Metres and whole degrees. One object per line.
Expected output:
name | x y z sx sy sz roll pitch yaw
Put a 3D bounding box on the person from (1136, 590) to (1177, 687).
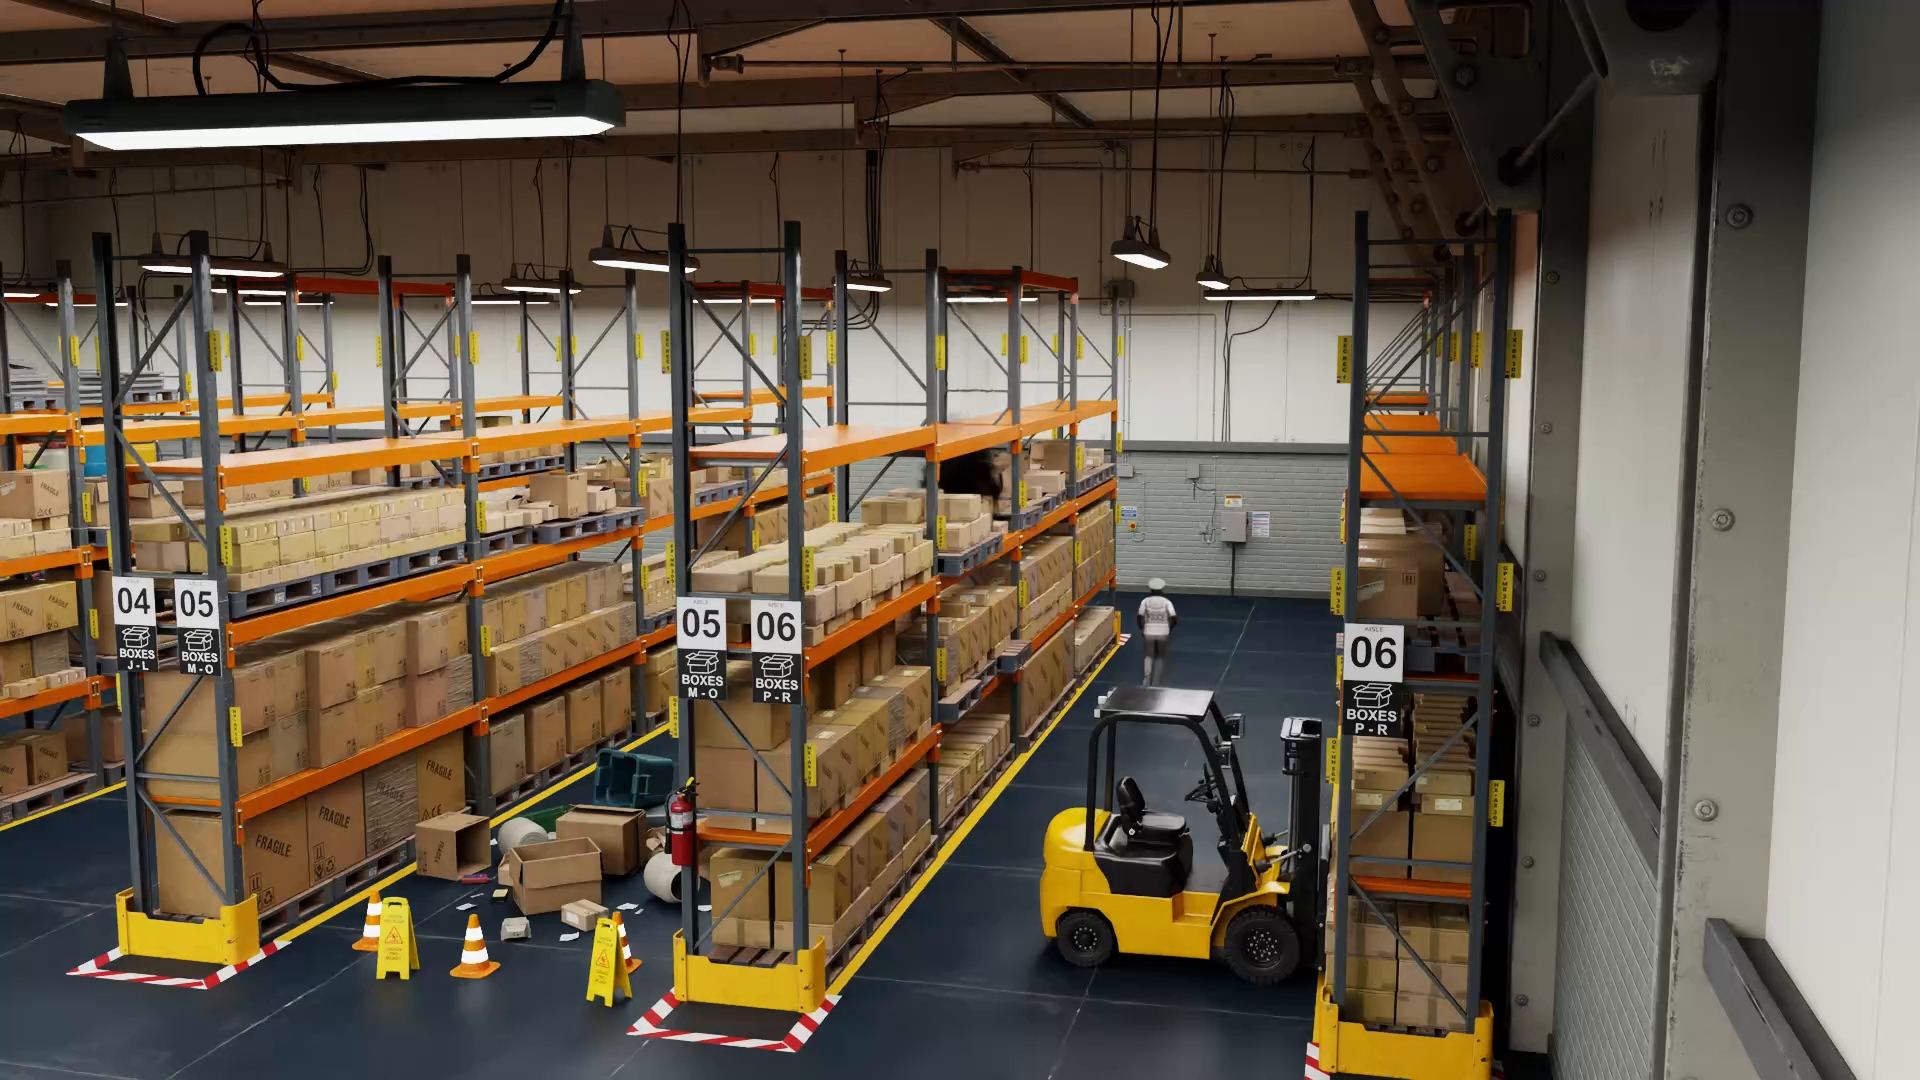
person | 2.868 1.418 24.263 0.594 1.627 0.555 1 7 10
